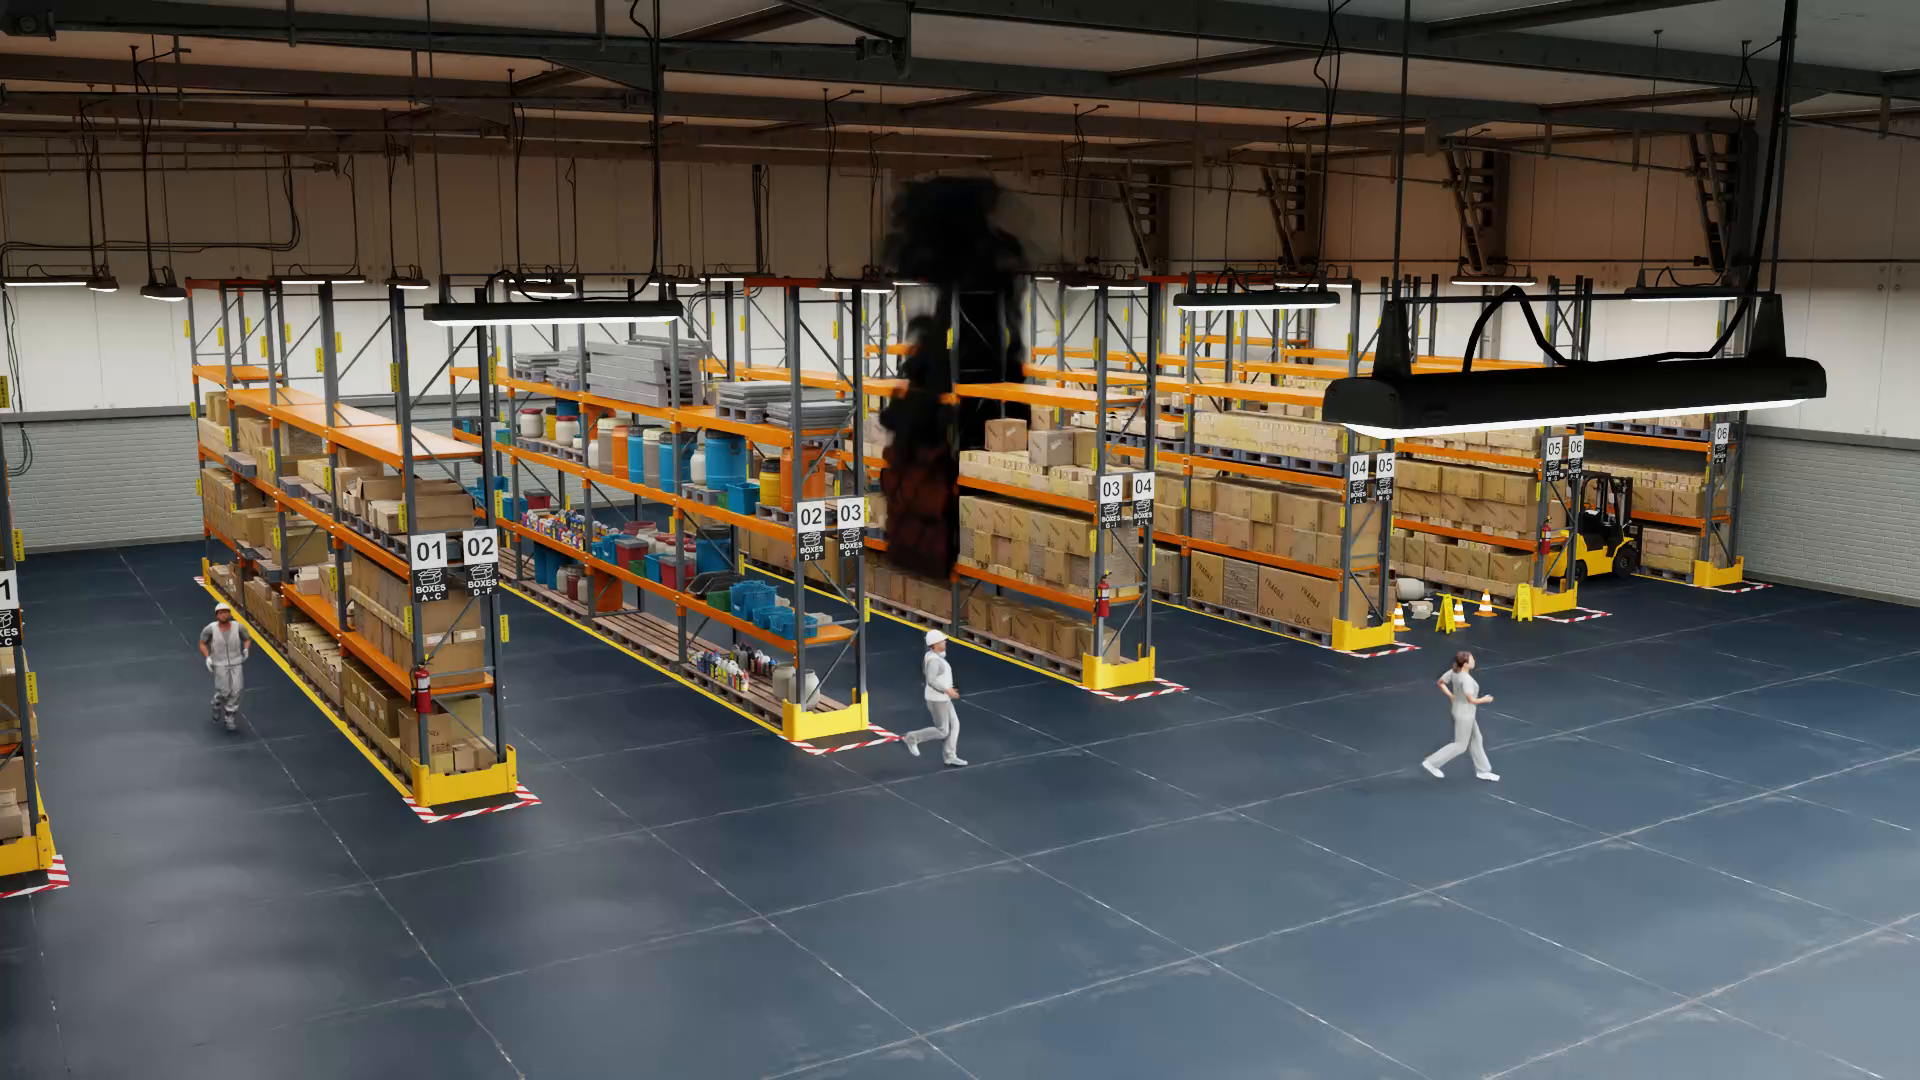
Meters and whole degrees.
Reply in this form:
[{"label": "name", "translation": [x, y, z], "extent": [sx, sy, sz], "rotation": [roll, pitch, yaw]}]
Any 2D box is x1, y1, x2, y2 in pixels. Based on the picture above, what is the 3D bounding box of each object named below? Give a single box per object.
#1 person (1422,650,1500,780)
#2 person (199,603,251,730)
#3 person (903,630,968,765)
[{"label": "person", "translation": [6.125, 2.144, 20.218], "extent": [1.013, 1.645, 0.580], "rotation": [-1, 10, -3]}, {"label": "person", "translation": [-9.960, 1.707, 22.634], "extent": [0.645, 1.751, 0.631], "rotation": [-6, 12, -34]}, {"label": "person", "translation": [-0.310, 1.994, 20.999], "extent": [0.812, 1.756, 0.680], "rotation": [0, 10, 1]}]
